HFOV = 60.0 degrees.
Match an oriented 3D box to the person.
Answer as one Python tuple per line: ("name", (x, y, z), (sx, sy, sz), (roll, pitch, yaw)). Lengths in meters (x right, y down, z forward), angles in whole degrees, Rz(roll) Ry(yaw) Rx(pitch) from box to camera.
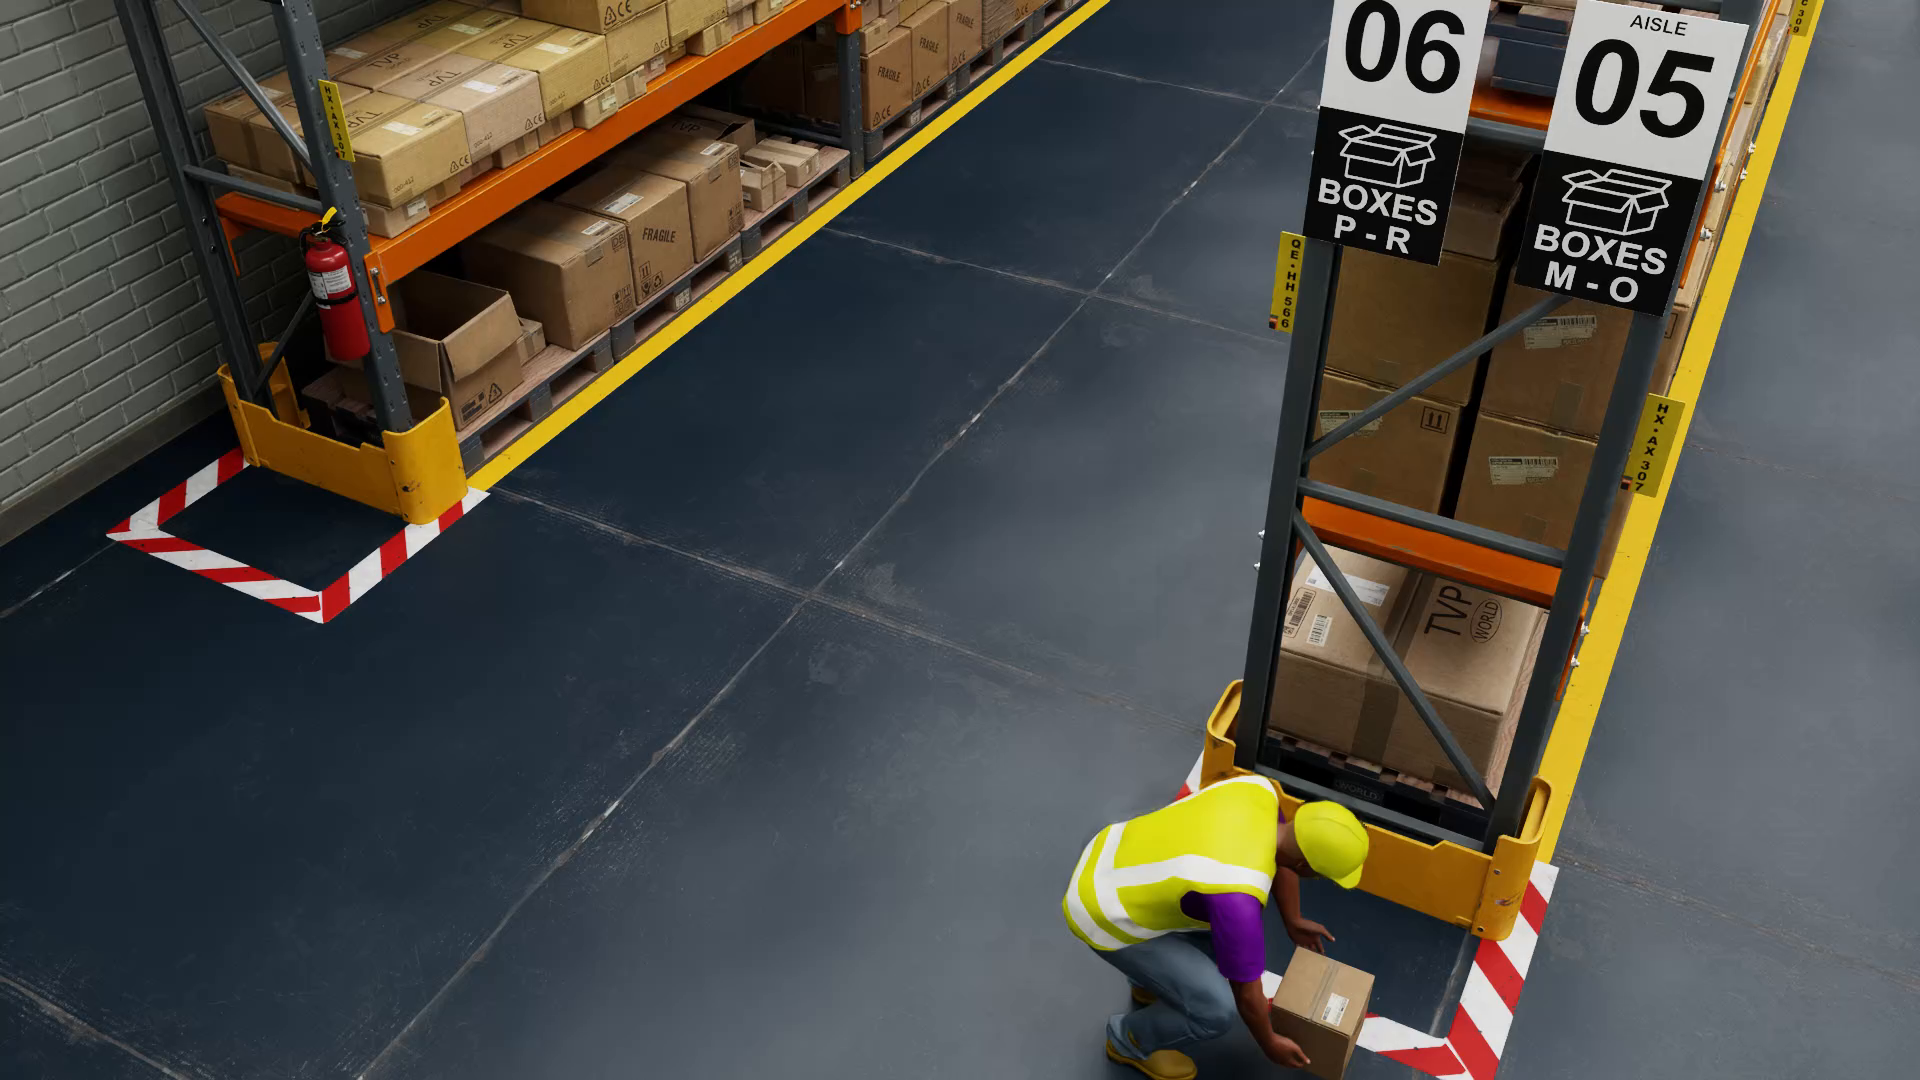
("person", (0.765, 1.157, 5.138), (0.852, 1.156, 0.612), (14, 40, 18))
